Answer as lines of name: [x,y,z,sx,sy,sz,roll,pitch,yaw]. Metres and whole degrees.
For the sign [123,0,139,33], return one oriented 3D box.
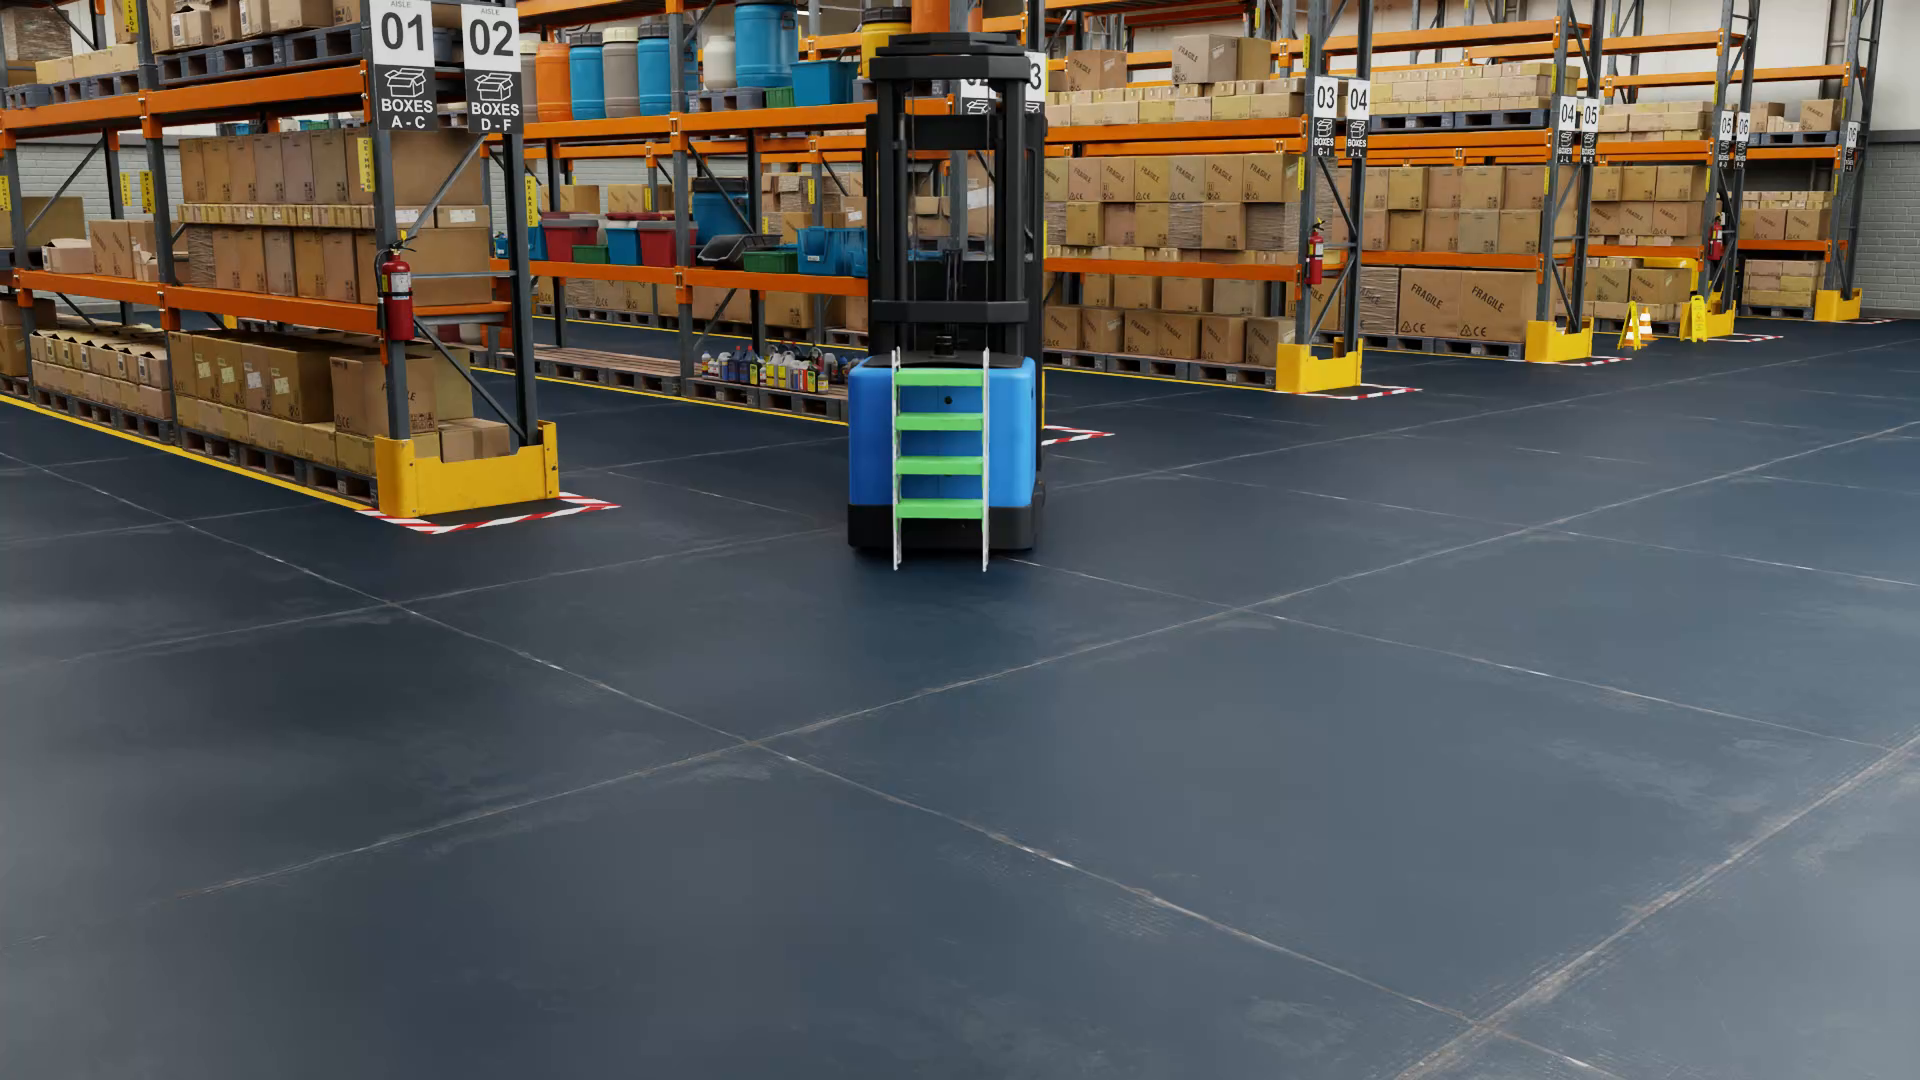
sign: [-6.415,-4.095,12.862,0.100,0.325,0.005,-11,16,-43]

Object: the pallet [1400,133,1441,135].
pallet: [7.956,-6.539,27.248,1.213,0.211,1.003,-11,16,-43]

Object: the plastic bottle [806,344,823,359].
plastic bottle: [-1.436,-1.775,16.567,0.144,0.351,0.185,-11,16,-43]

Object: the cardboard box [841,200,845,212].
cardboard box: [-1.968,-5.894,30.103,0.500,0.500,0.500,-11,16,-43]

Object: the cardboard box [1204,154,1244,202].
cardboard box: [2.992,-3.895,17.918,0.500,0.500,0.500,-11,16,-43]

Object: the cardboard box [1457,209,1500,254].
cardboard box: [6.873,-3.967,21.362,0.875,0.550,0.550,-11,16,-43]

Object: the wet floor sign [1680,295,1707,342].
wet floor sign: [10.425,-3.143,23.569,0.267,0.644,0.232,-5,13,-23]

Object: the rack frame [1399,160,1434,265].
rack frame: [9.130,-6.333,33.216,1.000,3.000,0.127,-11,16,-43]

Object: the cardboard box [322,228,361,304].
cardboard box: [-3.947,-1.907,11.487,0.700,0.500,0.500,-10,16,-41]

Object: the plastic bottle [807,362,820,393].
plastic bottle: [-1.361,-1.508,15.441,0.061,0.283,0.133,-10,16,-41]

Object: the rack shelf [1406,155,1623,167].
rack shelf: [10.511,-7.158,31.569,1.077,0.370,4.000,-11,16,-43]

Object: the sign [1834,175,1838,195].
sign: [14.253,-5.775,27.051,0.100,0.325,0.005,-11,16,-43]

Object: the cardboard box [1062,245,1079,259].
cardboard box: [1.425,-3.409,19.645,0.380,0.149,0.250,-11,16,-43]

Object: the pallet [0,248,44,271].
pallet: [-9.311,-2.875,16.908,1.213,0.211,1.003,-11,16,-43]

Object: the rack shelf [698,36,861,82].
rack shelf: [-3.006,-6.942,24.078,1.077,0.370,4.000,-11,16,-43]

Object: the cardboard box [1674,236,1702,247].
cardboard box: [10.655,-4.375,24.335,0.380,0.149,0.250,-10,15,-41]

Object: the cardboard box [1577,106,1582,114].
cardboard box: [9.420,-6.487,25.176,0.380,0.149,0.250,-10,16,-41]

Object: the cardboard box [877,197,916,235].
cardboard box: [-0.765,-4.374,22.418,0.700,0.500,0.500,-8,14,-34]

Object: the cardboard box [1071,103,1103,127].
cardboard box: [1.632,-4.894,19.169,0.500,0.250,0.500,-11,16,-43]

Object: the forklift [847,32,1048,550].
forklift: [-0.009,-1.622,10.521,1.130,2.935,3.031,1,12,4]

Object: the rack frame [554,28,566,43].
rack frame: [-7.149,-8.366,28.215,1.000,3.000,0.127,-11,16,-43]

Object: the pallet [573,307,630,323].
pallet: [-5.702,-3.778,27.724,1.003,0.211,1.213,-11,16,-43]

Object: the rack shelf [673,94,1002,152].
rack shelf: [-1.063,-3.811,15.323,1.077,0.370,4.000,-11,16,-43]

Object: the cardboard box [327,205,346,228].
cardboard box: [-4.027,-2.183,11.220,0.380,0.149,0.250,-11,16,-43]

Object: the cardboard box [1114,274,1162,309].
cardboard box: [2.994,-3.811,25.512,1.050,0.750,0.750,-11,16,-42]

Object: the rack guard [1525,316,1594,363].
rack guard: [7.574,-2.541,21.005,1.175,0.500,0.348,-11,16,-43]

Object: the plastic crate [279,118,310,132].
plastic crate: [-9.424,-5.782,23.401,0.437,0.282,0.530,-11,16,-43]

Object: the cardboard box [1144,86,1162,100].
cardboard box: [2.270,-4.959,18.496,0.380,0.149,0.250,-10,16,-41]

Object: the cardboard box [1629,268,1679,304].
cardboard box: [10.326,-3.780,24.740,0.500,0.500,0.500,-11,16,-42]

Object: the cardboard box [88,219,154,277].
cardboard box: [-7.621,-2.686,15.268,0.500,0.500,0.500,11,16,42]

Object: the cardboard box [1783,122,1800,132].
cardboard box: [13.863,-6.845,27.601,0.250,0.149,0.380,11,16,44]

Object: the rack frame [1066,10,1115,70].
rack frame: [2.033,-7.874,25.831,1.000,3.000,0.127,-11,16,-43]

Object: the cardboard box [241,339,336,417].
cardboard box: [-4.898,-1.192,12.180,0.500,0.500,0.500,-11,16,-43]

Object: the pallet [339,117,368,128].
pallet: [-7.357,-5.429,21.864,1.213,0.211,1.003,-11,16,-43]

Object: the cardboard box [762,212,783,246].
cardboard box: [-2.485,-4.420,23.682,0.500,0.500,0.500,-11,16,-43]

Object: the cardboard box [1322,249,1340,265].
cardboard box: [3.876,-3.044,17.875,0.380,0.149,0.250,-11,16,-43]

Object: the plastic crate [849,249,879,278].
plastic crate: [-0.689,-2.456,14.767,0.499,0.251,0.408,-11,16,-43]

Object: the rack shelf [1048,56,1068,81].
rack shelf: [0.651,-7.618,27.361,1.077,0.370,4.000,-11,16,-43]

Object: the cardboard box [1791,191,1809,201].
cardboard box: [14.062,-5.732,27.709,0.380,0.149,0.250,-11,16,-42]

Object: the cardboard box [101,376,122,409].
cardboard box: [-7.227,-1.324,14.677,0.500,0.250,0.500,-10,16,-41]

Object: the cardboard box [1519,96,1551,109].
cardboard box: [7.082,-5.371,20.446,0.380,0.149,0.250,-11,16,-43]

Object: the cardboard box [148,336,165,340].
cardboard box: [-7.197,-1.749,15.350,0.500,0.311,0.500,-10,16,-41]

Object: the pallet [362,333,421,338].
pallet: [-7.466,-2.669,22.343,1.003,0.211,1.213,-11,16,-43]

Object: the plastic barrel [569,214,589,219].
plastic barrel: [-4.342,-3.504,19.208,0.421,0.512,0.421,0,12,0]

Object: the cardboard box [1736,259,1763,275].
cardboard box: [13.399,-4.684,28.507,0.500,0.250,0.500,-11,16,-42]

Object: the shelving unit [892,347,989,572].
shelving unit: [-0.103,-0.439,9.070,0.503,1.200,0.258,1,12,4]

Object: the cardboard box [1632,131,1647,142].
cardboard box: [10.138,-5.954,24.565,0.380,0.149,0.250,-11,16,-42]

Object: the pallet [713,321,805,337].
pallet: [-2.953,-3.197,24.908,1.003,0.211,1.213,-11,16,-43]

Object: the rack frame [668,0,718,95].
rack frame: [-2.445,-5.924,16.365,1.000,3.000,0.127,-11,16,-43]

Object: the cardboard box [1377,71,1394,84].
cardboard box: [5.680,-6.058,21.804,0.380,0.149,0.250,-11,16,-43]

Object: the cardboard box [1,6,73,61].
cardboard box: [-9.089,-4.952,16.355,0.500,0.500,0.500,-11,16,-43]

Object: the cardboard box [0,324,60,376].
cardboard box: [-9.608,-1.975,17.167,0.500,0.500,0.500,-10,15,-40]
